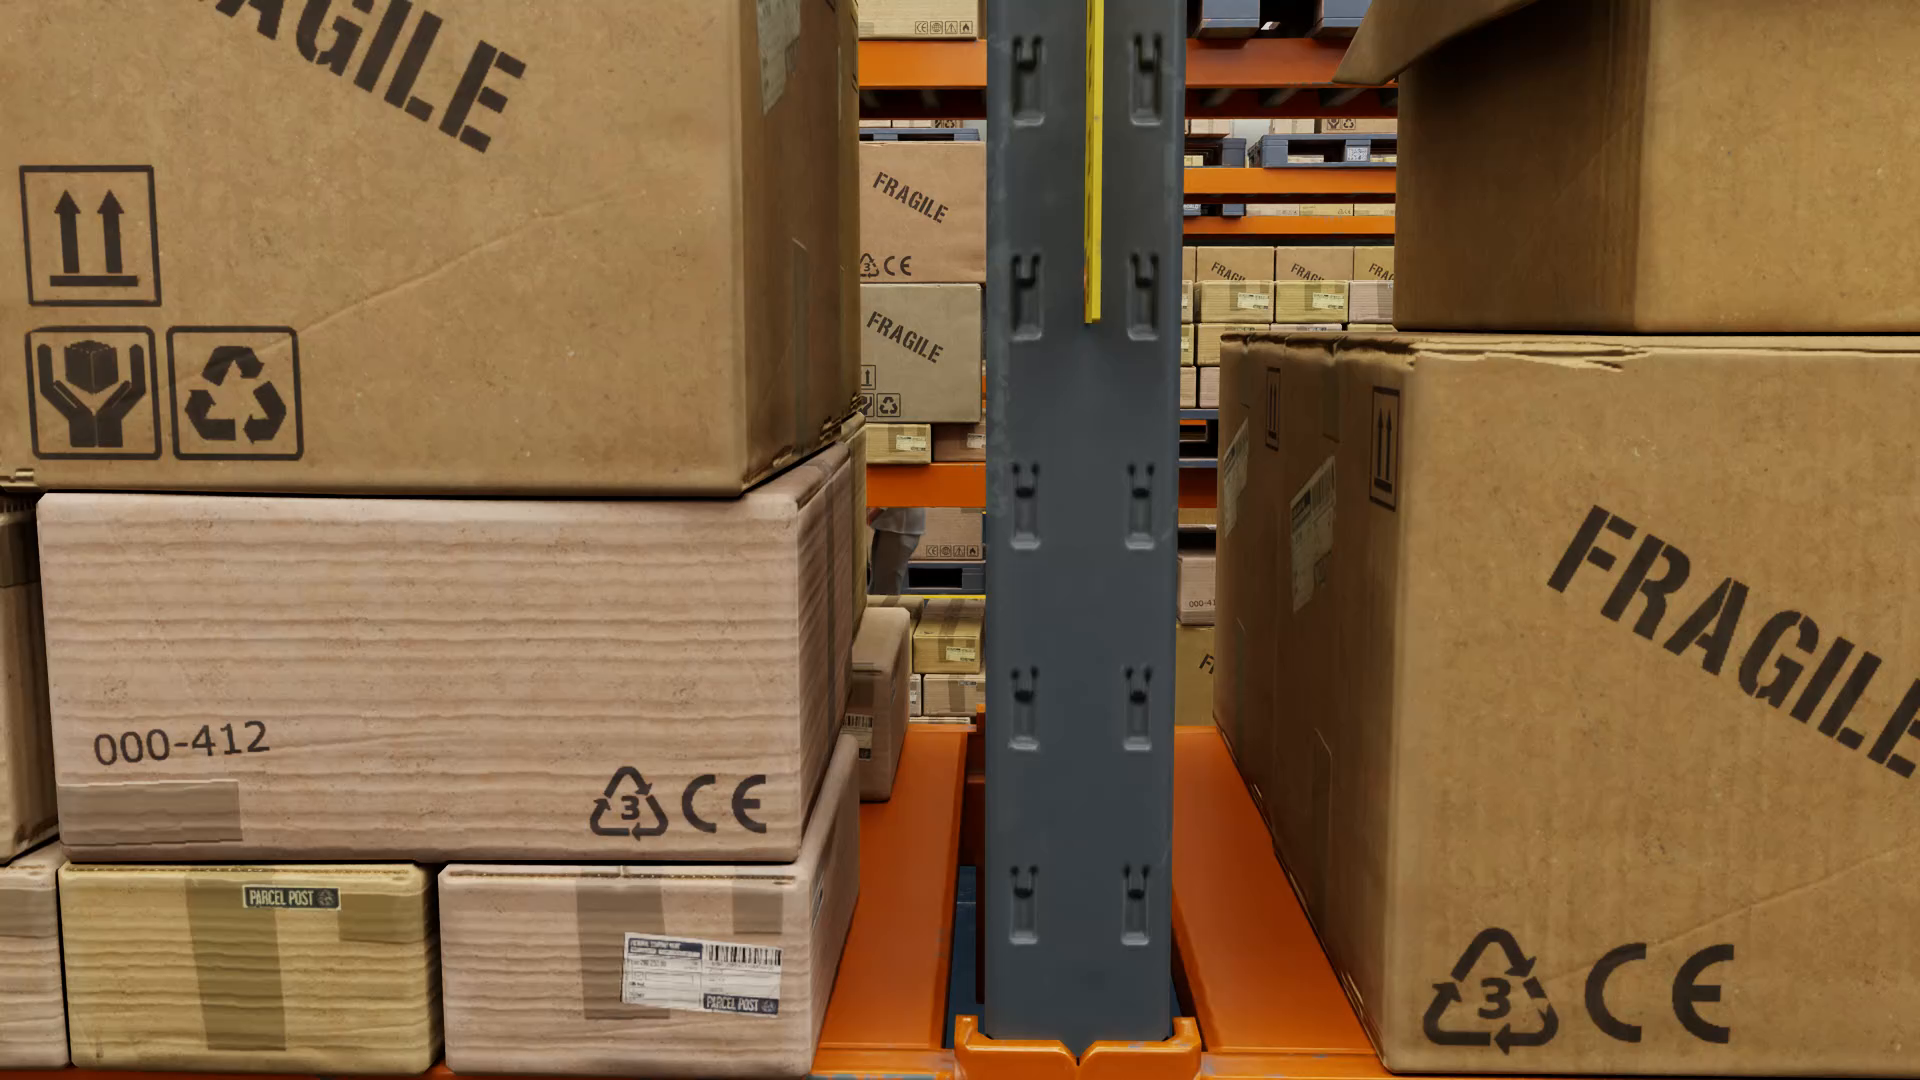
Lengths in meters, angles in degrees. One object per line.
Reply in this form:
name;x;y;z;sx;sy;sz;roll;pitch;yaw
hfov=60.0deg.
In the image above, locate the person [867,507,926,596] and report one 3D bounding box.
person;-0.364;-0.040;8.094;0.384;1.602;0.444;-1;8;-8
